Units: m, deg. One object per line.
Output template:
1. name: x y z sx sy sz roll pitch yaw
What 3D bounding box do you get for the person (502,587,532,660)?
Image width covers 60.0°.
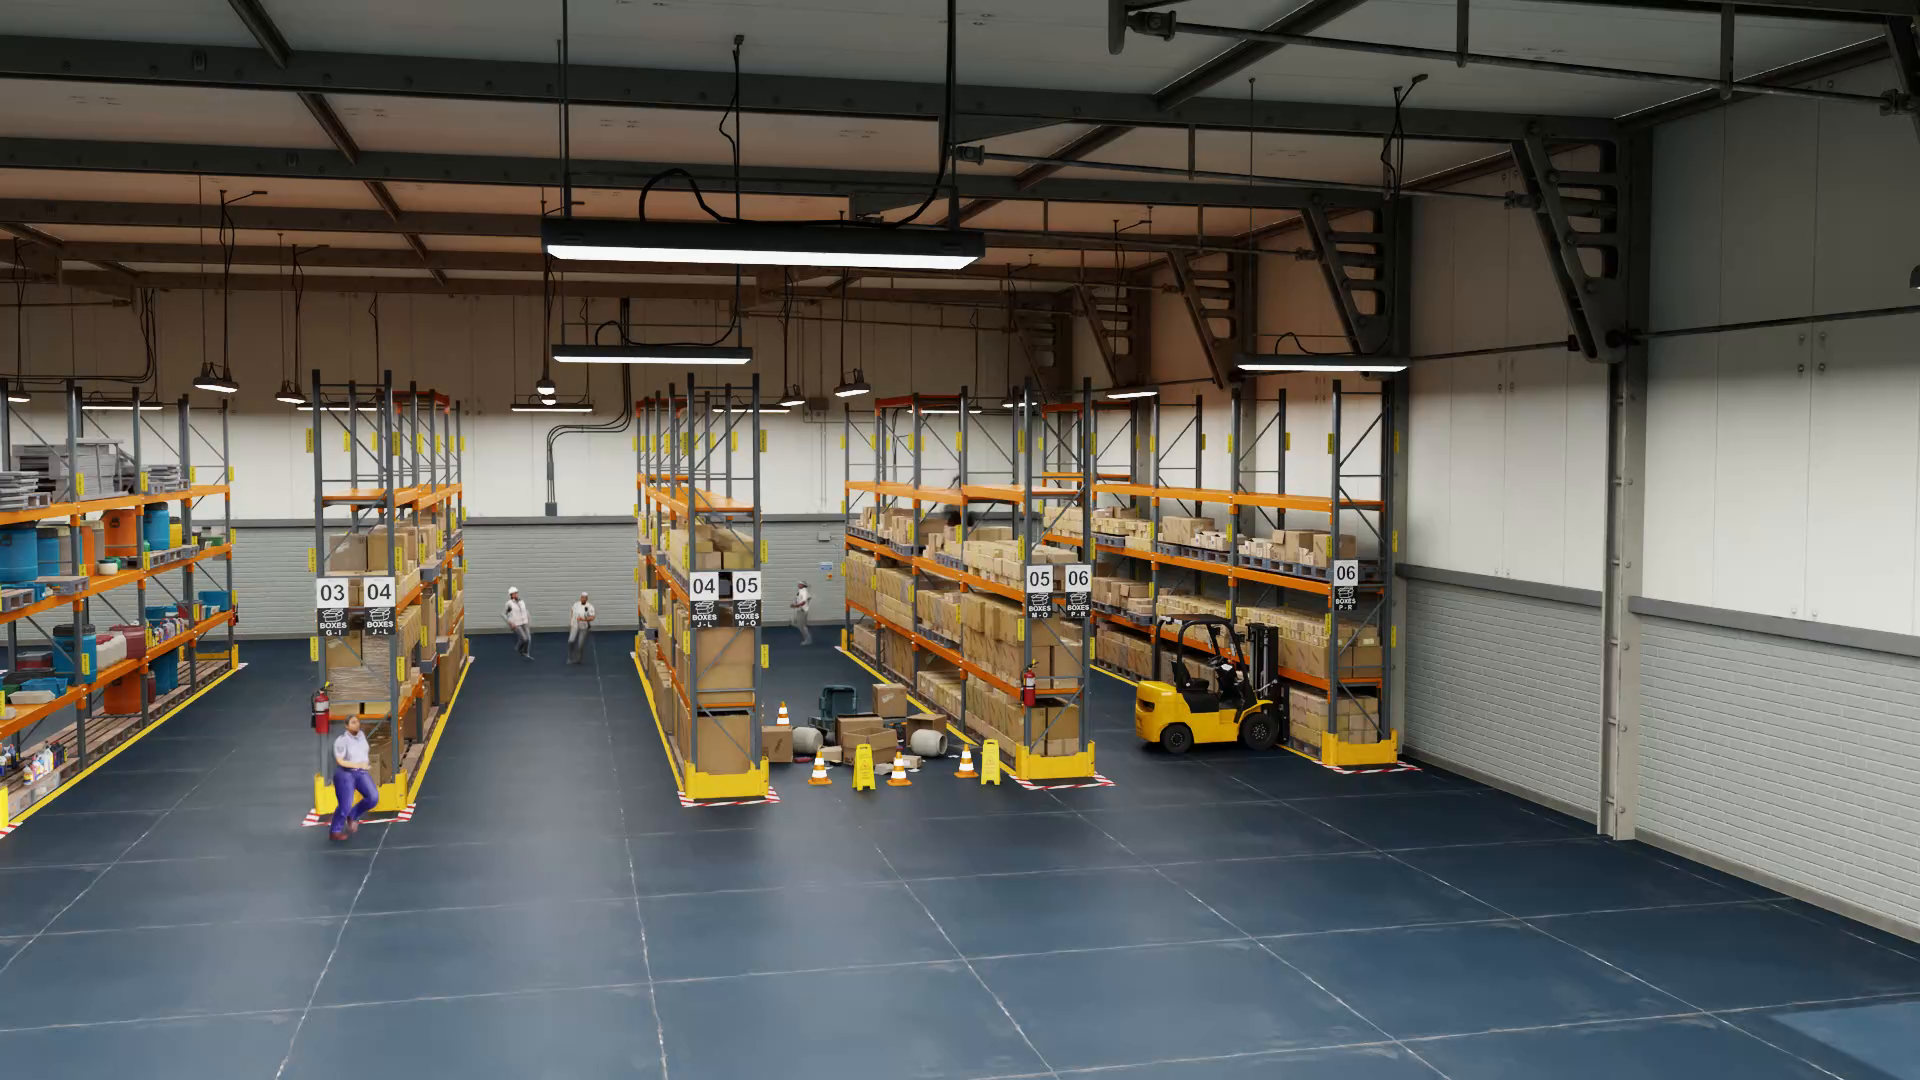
1. person: -10.190 1.941 38.450 0.497 1.692 0.699 3 4 42

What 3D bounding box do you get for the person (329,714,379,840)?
1. person: -7.626 2.984 20.975 0.720 1.596 0.629 2 4 28

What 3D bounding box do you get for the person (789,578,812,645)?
1. person: -3.972 1.779 41.453 0.562 1.664 0.559 -1 3 -9

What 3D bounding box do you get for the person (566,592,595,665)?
1. person: -8.623 2.011 37.865 0.651 1.664 0.669 0 3 -2
